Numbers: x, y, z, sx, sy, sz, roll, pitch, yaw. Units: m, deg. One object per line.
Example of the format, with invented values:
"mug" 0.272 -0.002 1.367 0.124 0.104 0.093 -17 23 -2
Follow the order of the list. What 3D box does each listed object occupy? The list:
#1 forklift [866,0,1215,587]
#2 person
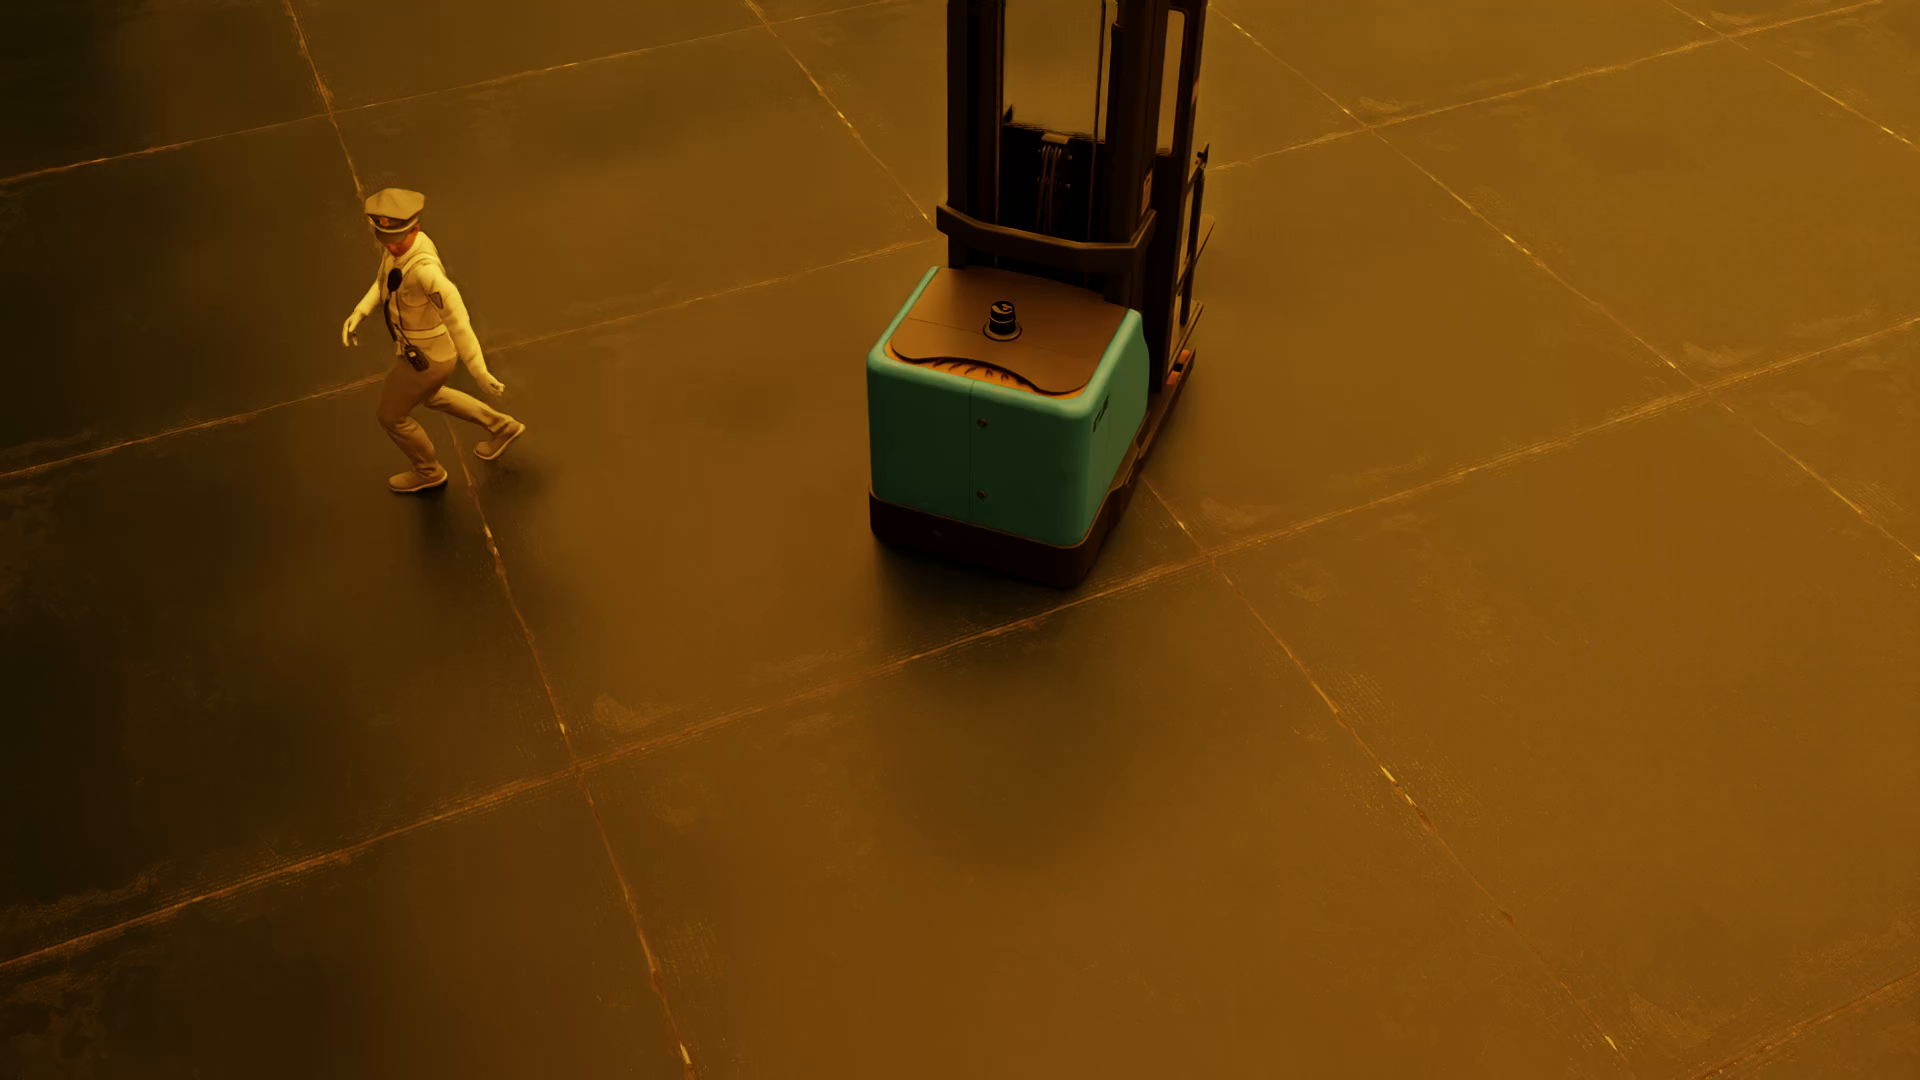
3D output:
"forklift" 0.588 -1.878 7.692 1.130 2.935 3.031 15 45 15
"person" -2.436 -0.869 7.608 0.710 1.597 0.559 -4 43 -5
